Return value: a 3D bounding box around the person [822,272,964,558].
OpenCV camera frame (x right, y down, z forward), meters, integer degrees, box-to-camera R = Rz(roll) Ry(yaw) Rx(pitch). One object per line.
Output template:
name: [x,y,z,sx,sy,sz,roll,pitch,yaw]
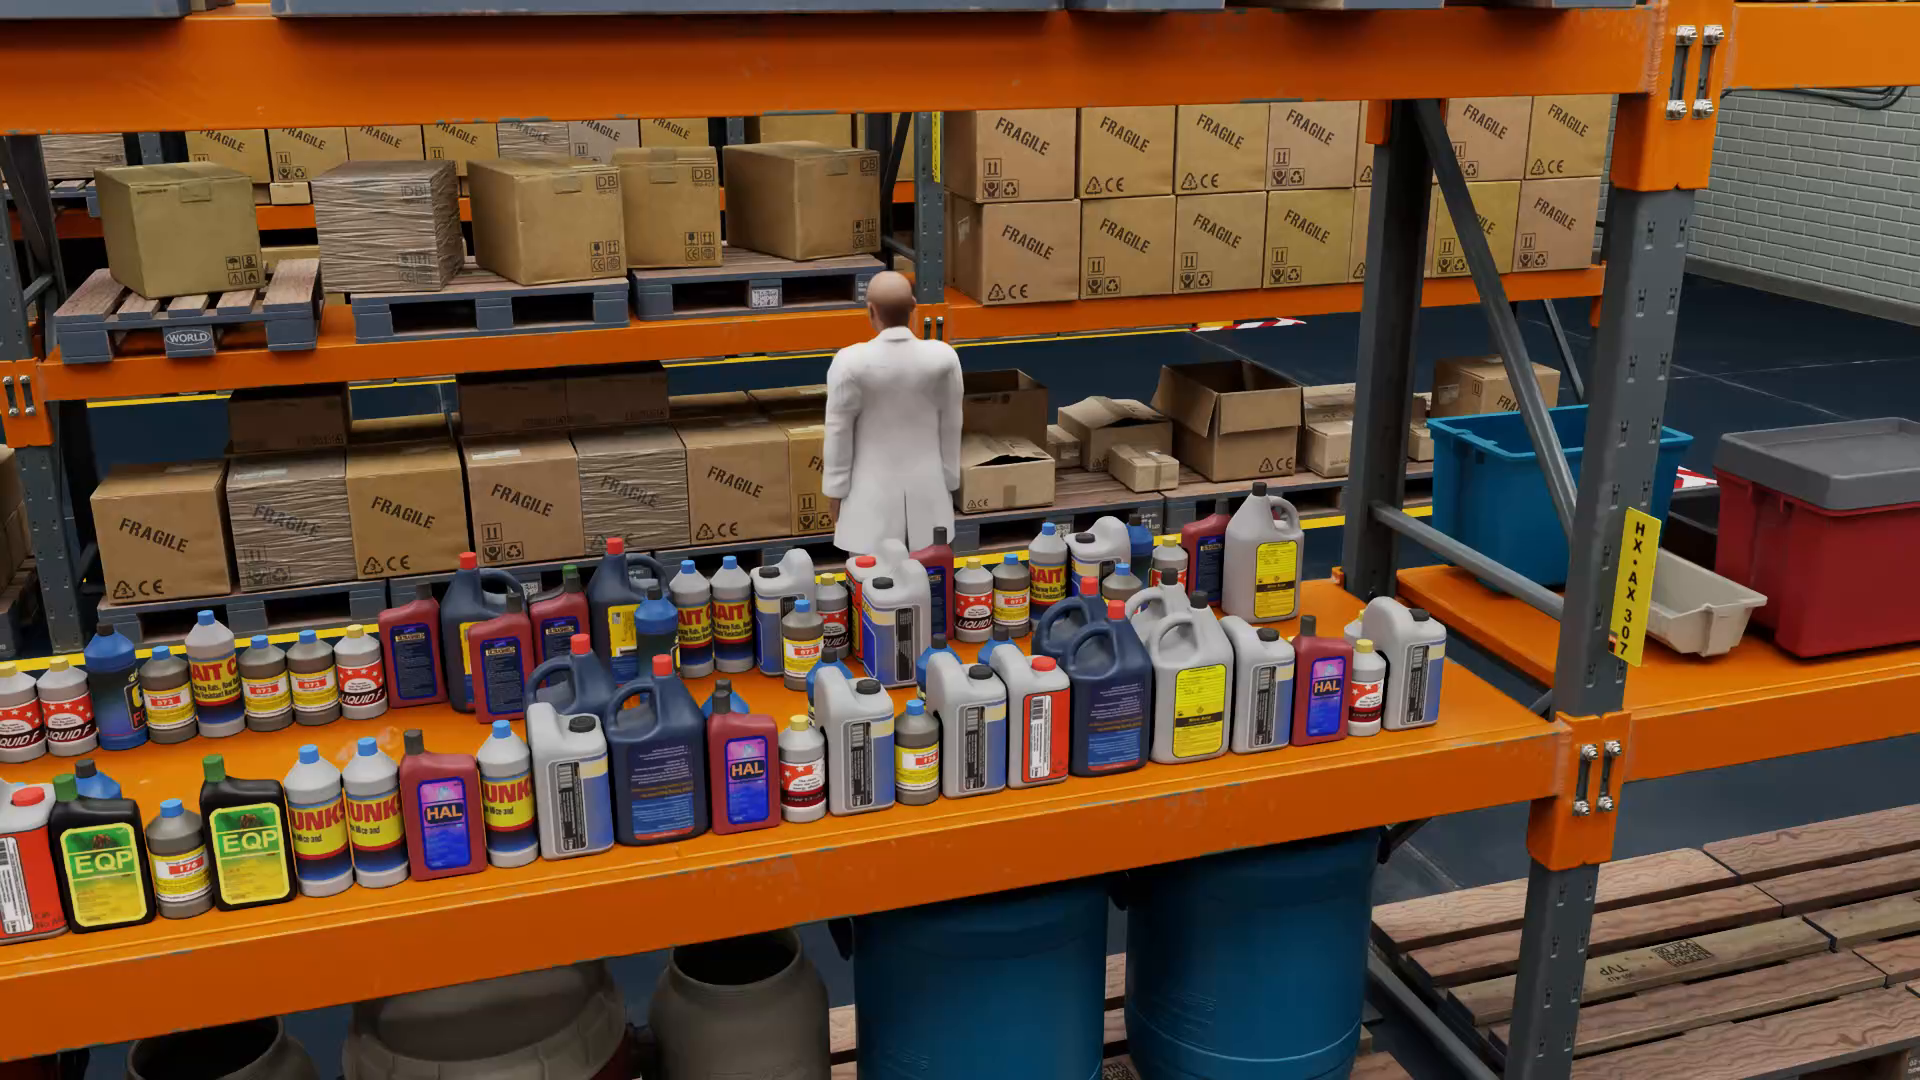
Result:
person: [-0.276,-0.187,6.654,0.562,1.783,0.383,-6,20,-16]
